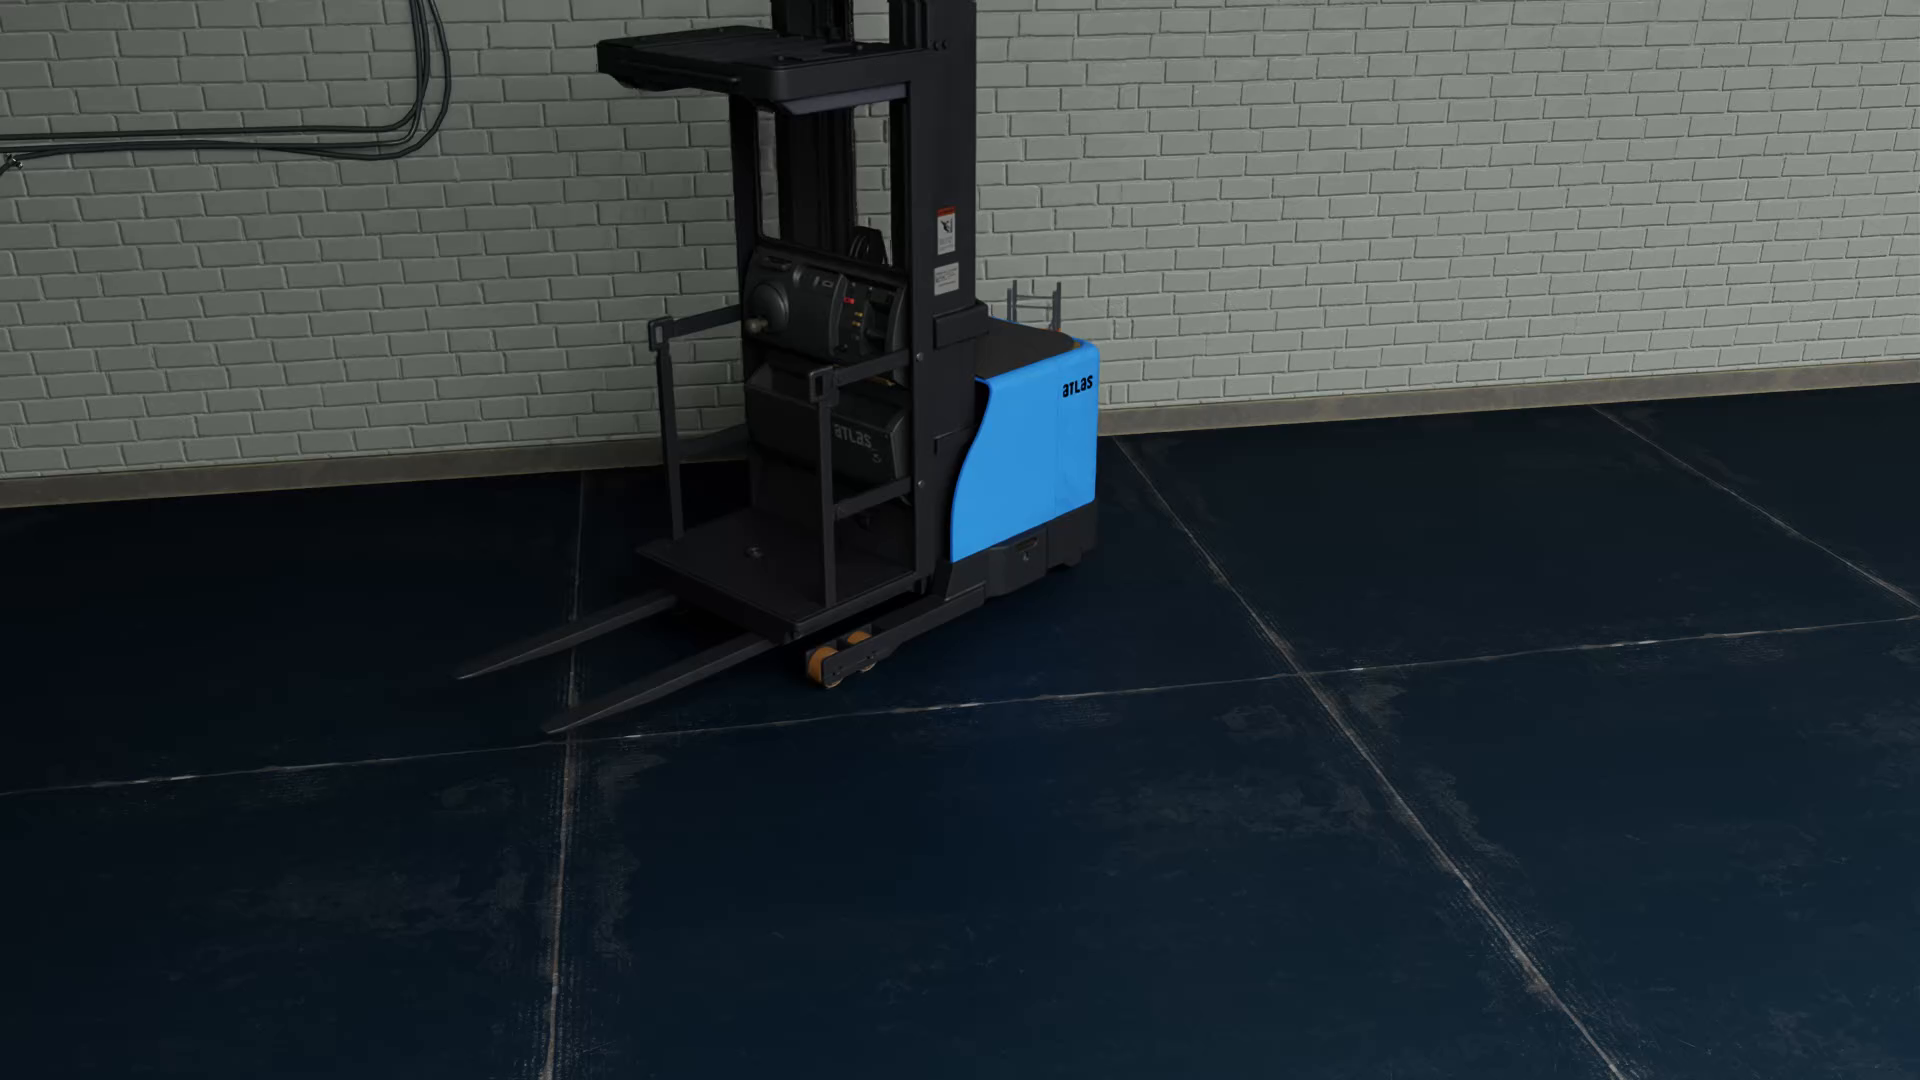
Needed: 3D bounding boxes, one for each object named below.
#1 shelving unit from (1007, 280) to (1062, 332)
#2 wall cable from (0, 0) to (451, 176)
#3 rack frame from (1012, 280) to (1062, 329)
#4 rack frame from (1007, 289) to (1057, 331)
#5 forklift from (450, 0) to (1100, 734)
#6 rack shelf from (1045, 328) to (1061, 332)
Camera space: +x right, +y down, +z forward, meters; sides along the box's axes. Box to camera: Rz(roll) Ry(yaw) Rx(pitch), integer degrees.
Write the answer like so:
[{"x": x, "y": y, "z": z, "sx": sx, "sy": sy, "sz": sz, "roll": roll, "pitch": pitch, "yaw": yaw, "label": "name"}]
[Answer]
[{"x": 0.363, "y": -0.687, "z": 8.325, "sx": 0.258, "sy": 1.200, "sz": 0.189, "roll": 4, "pitch": 24, "yaw": 9, "label": "shelving unit"}, {"x": -4.023, "y": -2.927, "z": 7.587, "sx": 3.097, "sy": 2.526, "sz": 0.112, "roll": -4, "pitch": 24, "yaw": -10, "label": "wall cable"}, {"x": 0.379, "y": -0.723, "z": 8.407, "sx": 0.240, "sy": 1.200, "sz": 0.006, "roll": 4, "pitch": 24, "yaw": 9, "label": "rack frame"}, {"x": 0.347, "y": -0.651, "z": 8.242, "sx": 0.240, "sy": 1.200, "sz": 0.006, "roll": 4, "pitch": 24, "yaw": 9, "label": "rack frame"}, {"x": -0.715, "y": -0.965, "z": 6.798, "sx": 1.130, "sy": 2.935, "sz": 3.031, "roll": 21, "pitch": 31, "yaw": 39, "label": "forklift"}, {"x": 0.363, "y": -0.977, "z": 8.198, "sx": 0.258, "sy": 0.103, "sz": 0.180, "roll": 4, "pitch": 24, "yaw": 9, "label": "rack shelf"}]
